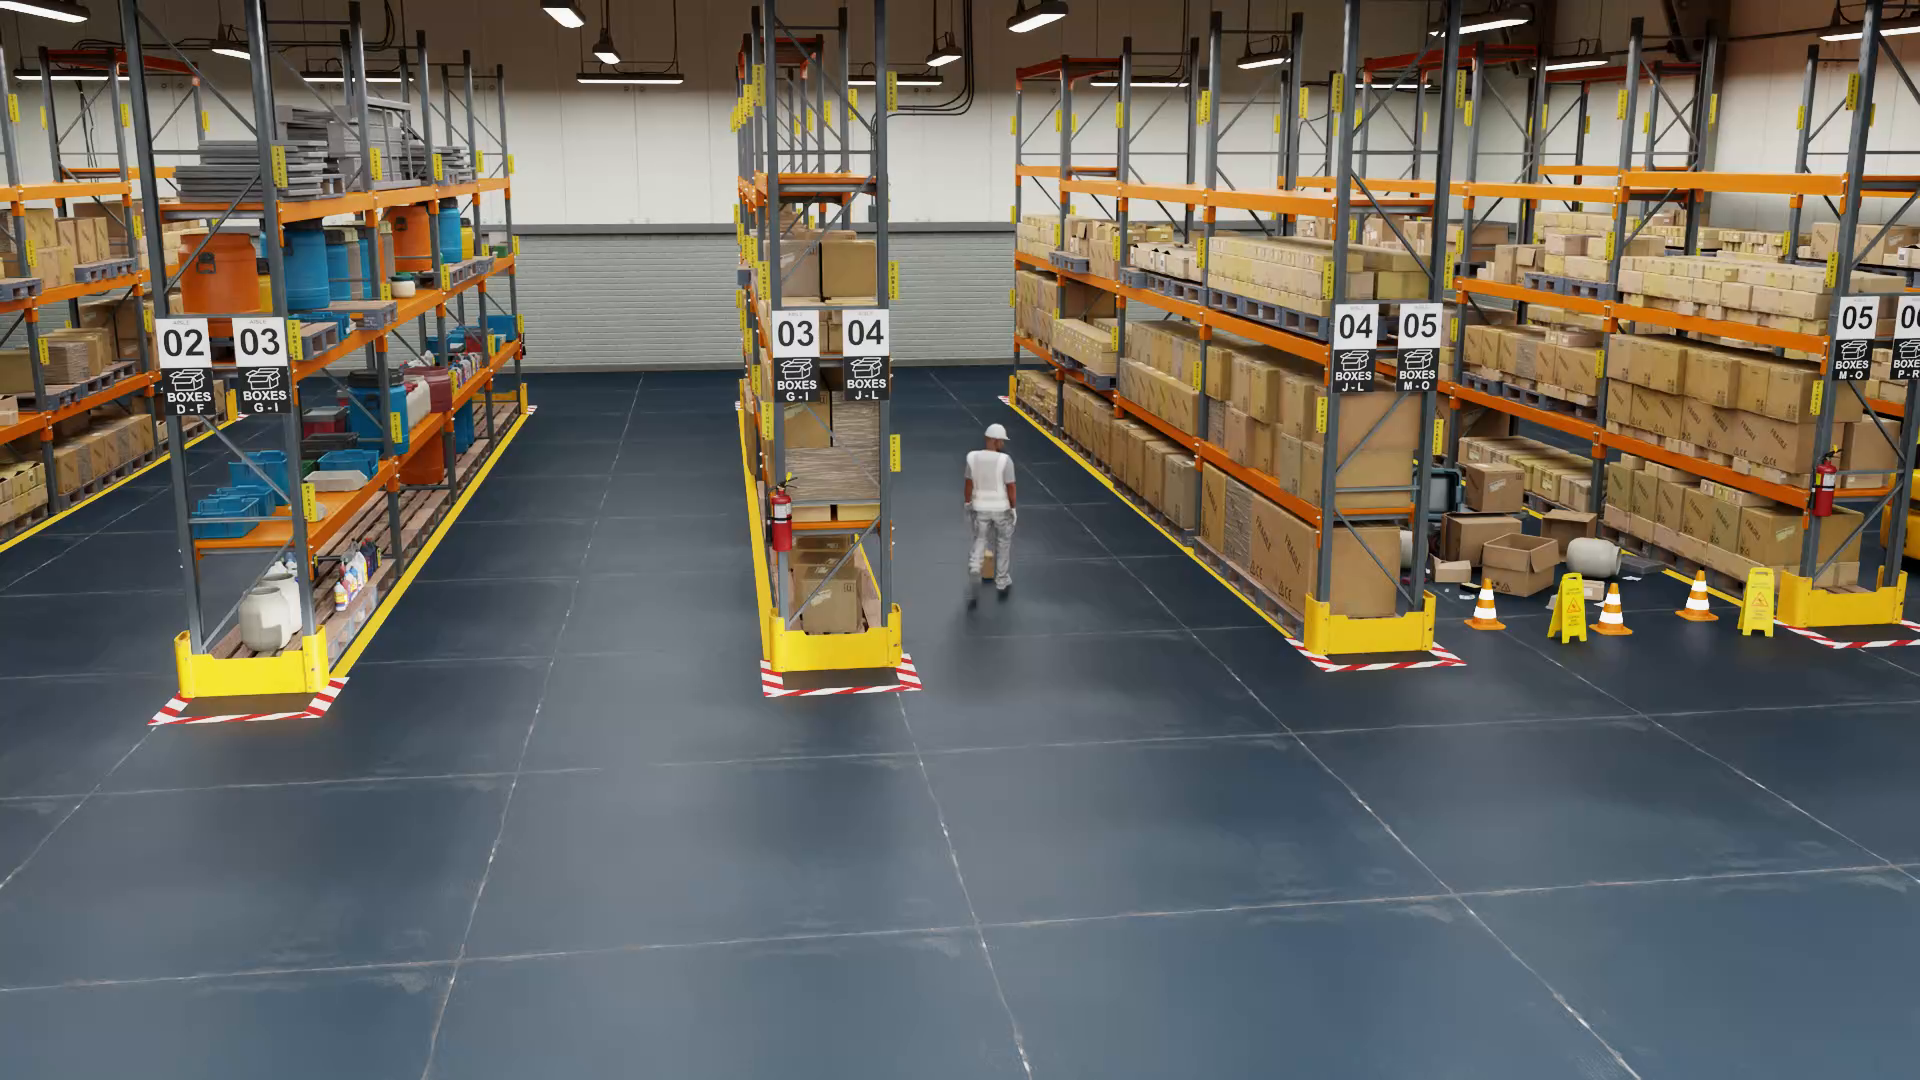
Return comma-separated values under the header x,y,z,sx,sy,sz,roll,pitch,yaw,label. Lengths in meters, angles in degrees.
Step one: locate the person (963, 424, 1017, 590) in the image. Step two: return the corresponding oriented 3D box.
x,y,z,sx,sy,sz,roll,pitch,yaw,label
0.320,-0.329,17.323,0.591,1.768,0.734,5,14,19,person
